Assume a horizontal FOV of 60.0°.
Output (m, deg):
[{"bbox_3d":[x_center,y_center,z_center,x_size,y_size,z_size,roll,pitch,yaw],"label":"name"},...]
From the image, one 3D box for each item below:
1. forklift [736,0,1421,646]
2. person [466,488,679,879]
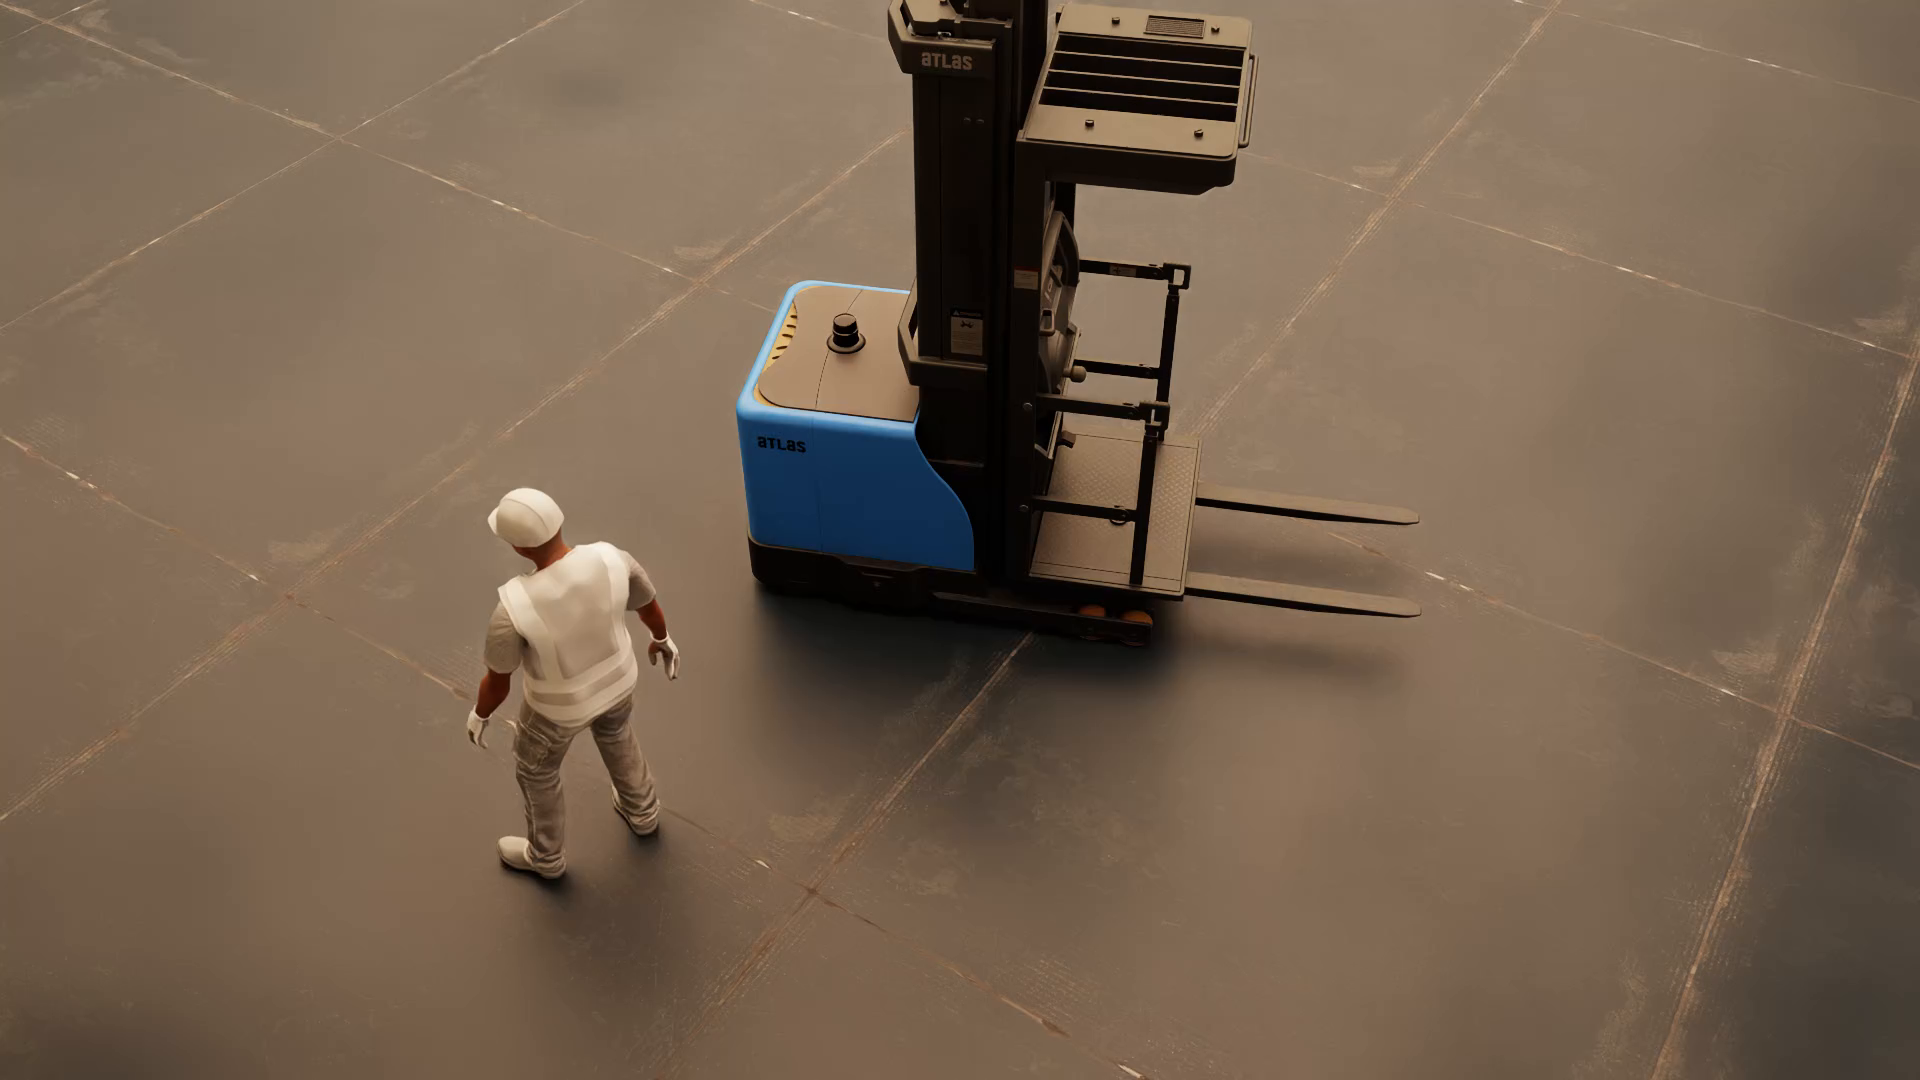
[{"bbox_3d":[0.598,-0.987,6.890,3.031,2.935,1.130,7,44,8],"label":"forklift"},{"bbox_3d":[-1.441,0.514,6.163,0.821,1.753,0.417,-33,53,-30],"label":"person"}]
